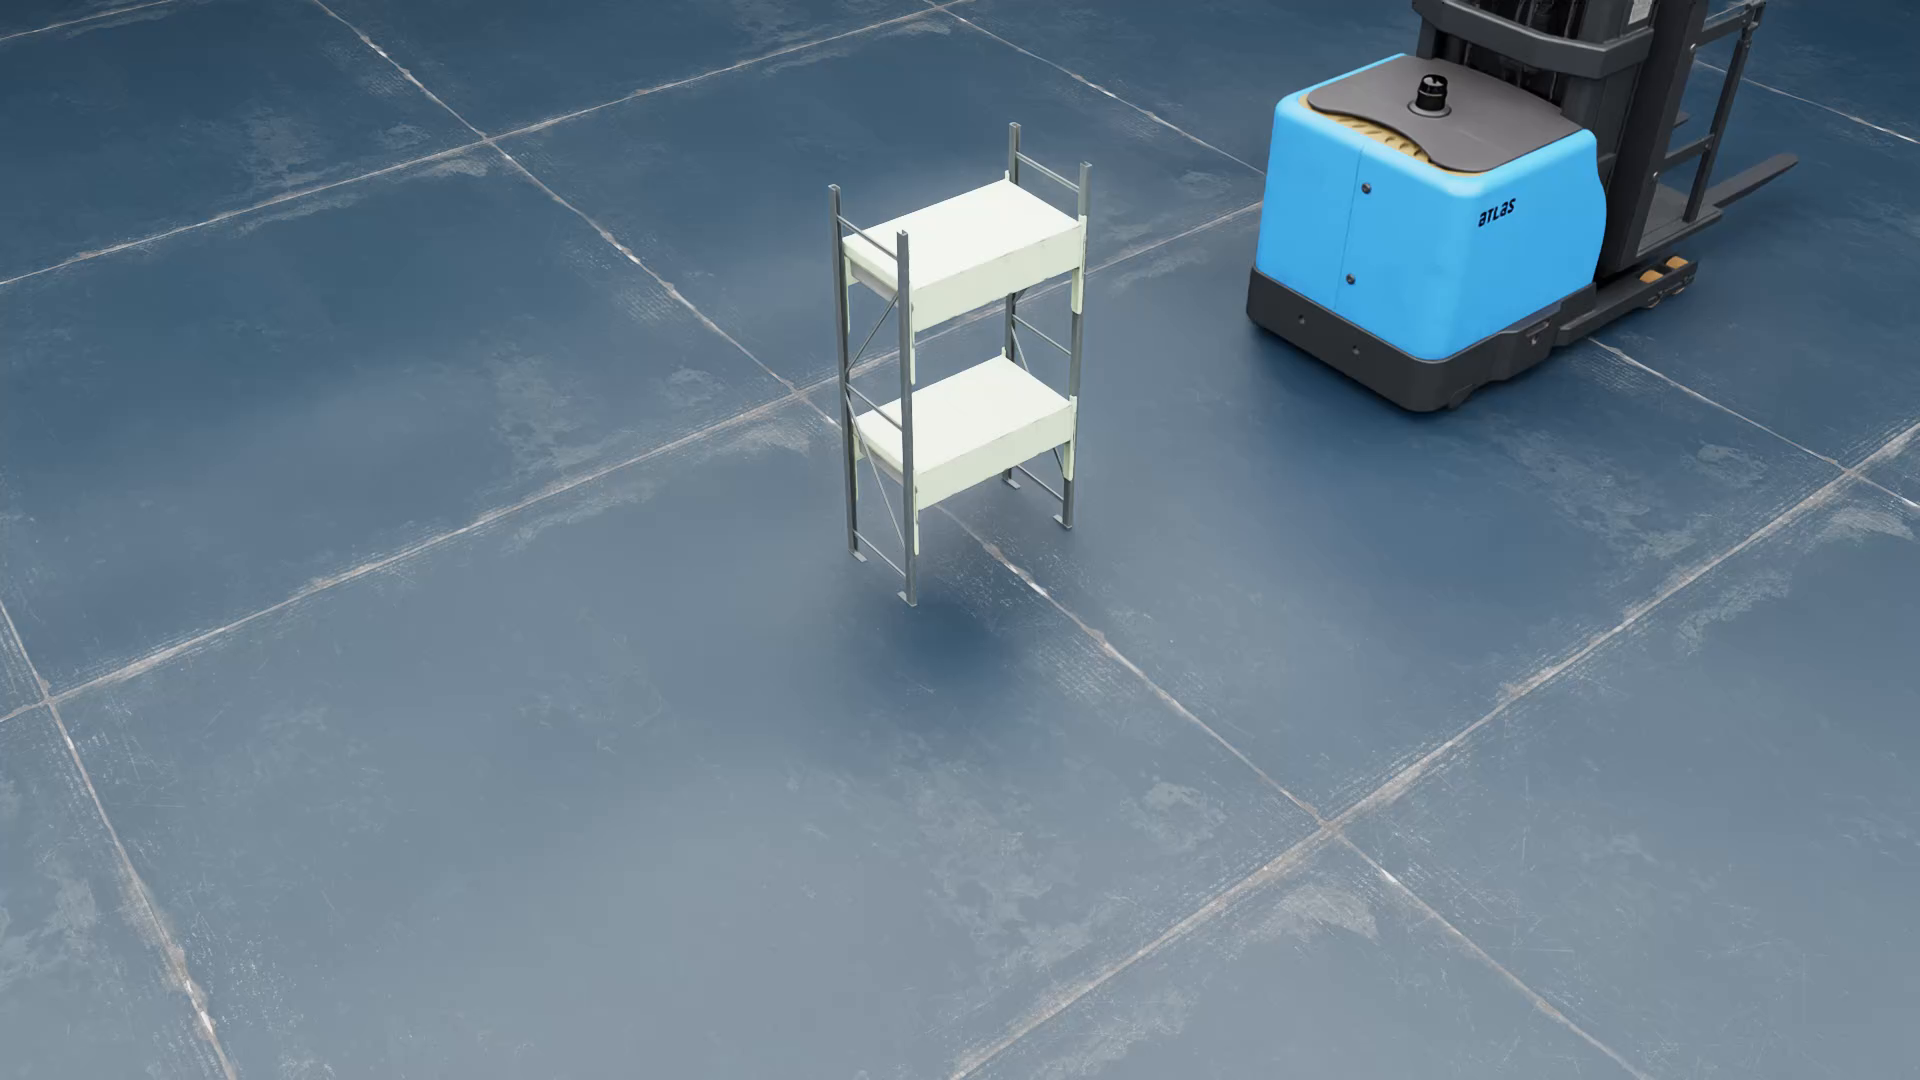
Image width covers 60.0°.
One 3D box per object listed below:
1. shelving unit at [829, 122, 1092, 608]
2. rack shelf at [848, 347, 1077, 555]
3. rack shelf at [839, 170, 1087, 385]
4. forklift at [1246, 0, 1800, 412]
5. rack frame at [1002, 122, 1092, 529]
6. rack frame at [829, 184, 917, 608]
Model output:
[{"bbox_3d":[0.005,-0.582,5.777,0.755,1.500,0.431,-26,46,-28],"label":"shelving unit"},{"bbox_3d":[0.005,-0.330,5.984,0.720,0.370,0.431,-26,46,-28],"label":"rack shelf"},{"bbox_3d":[0.005,-0.884,5.530,0.720,0.370,0.431,-26,46,-28],"label":"rack shelf"},{"bbox_3d":[2.741,-2.424,6.894,3.031,2.935,1.130,-26,46,-28],"label":"forklift"},{"bbox_3d":[0.295,-0.724,5.950,0.023,1.500,0.400,-26,46,-28],"label":"rack frame"},{"bbox_3d":[-0.285,-0.441,5.605,0.023,1.500,0.400,-26,46,-28],"label":"rack frame"}]
